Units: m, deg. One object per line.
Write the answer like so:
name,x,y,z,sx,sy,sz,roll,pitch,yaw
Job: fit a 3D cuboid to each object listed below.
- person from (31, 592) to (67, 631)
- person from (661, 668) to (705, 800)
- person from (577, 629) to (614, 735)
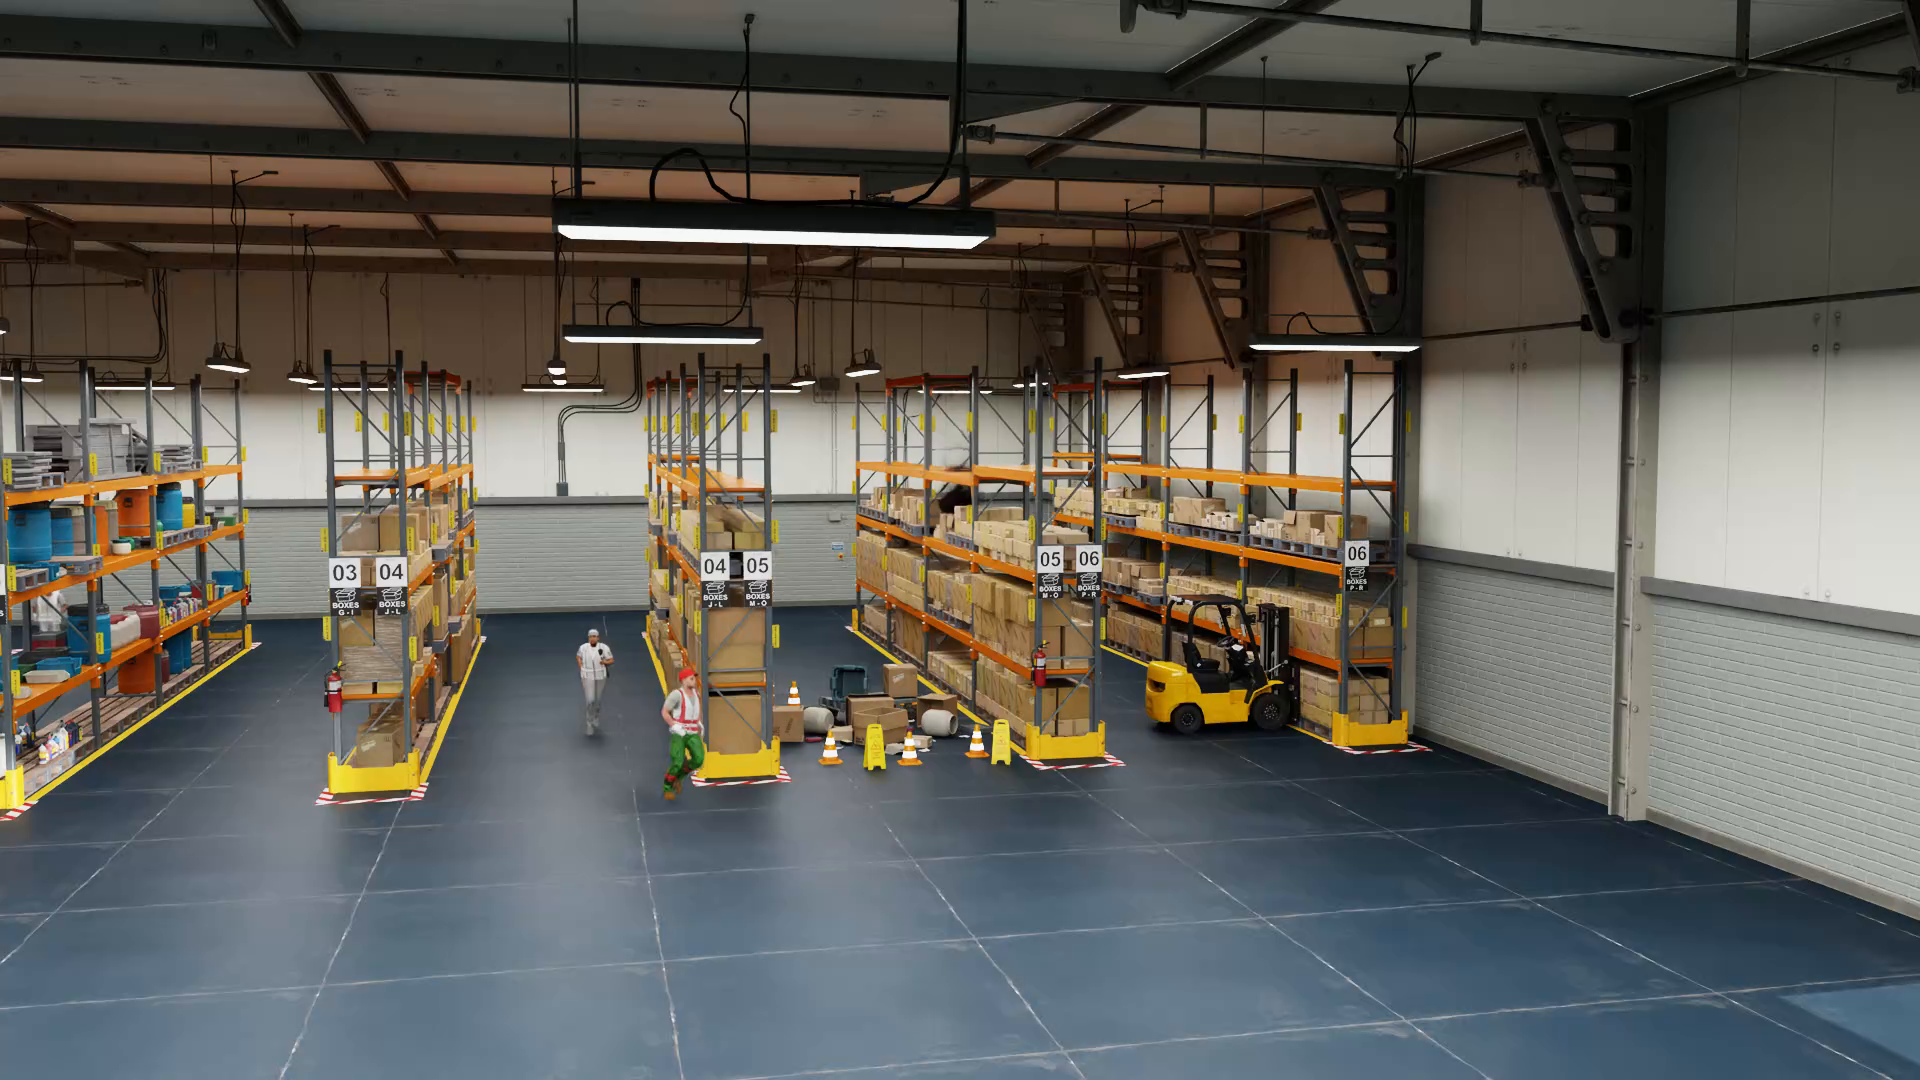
person,-19.115,1.706,34.892,0.691,1.754,0.665,-1,4,-18
person,-3.650,2.595,22.291,0.540,1.727,0.719,4,5,42
person,-5.938,2.307,27.115,0.574,1.738,0.754,-1,4,-17
